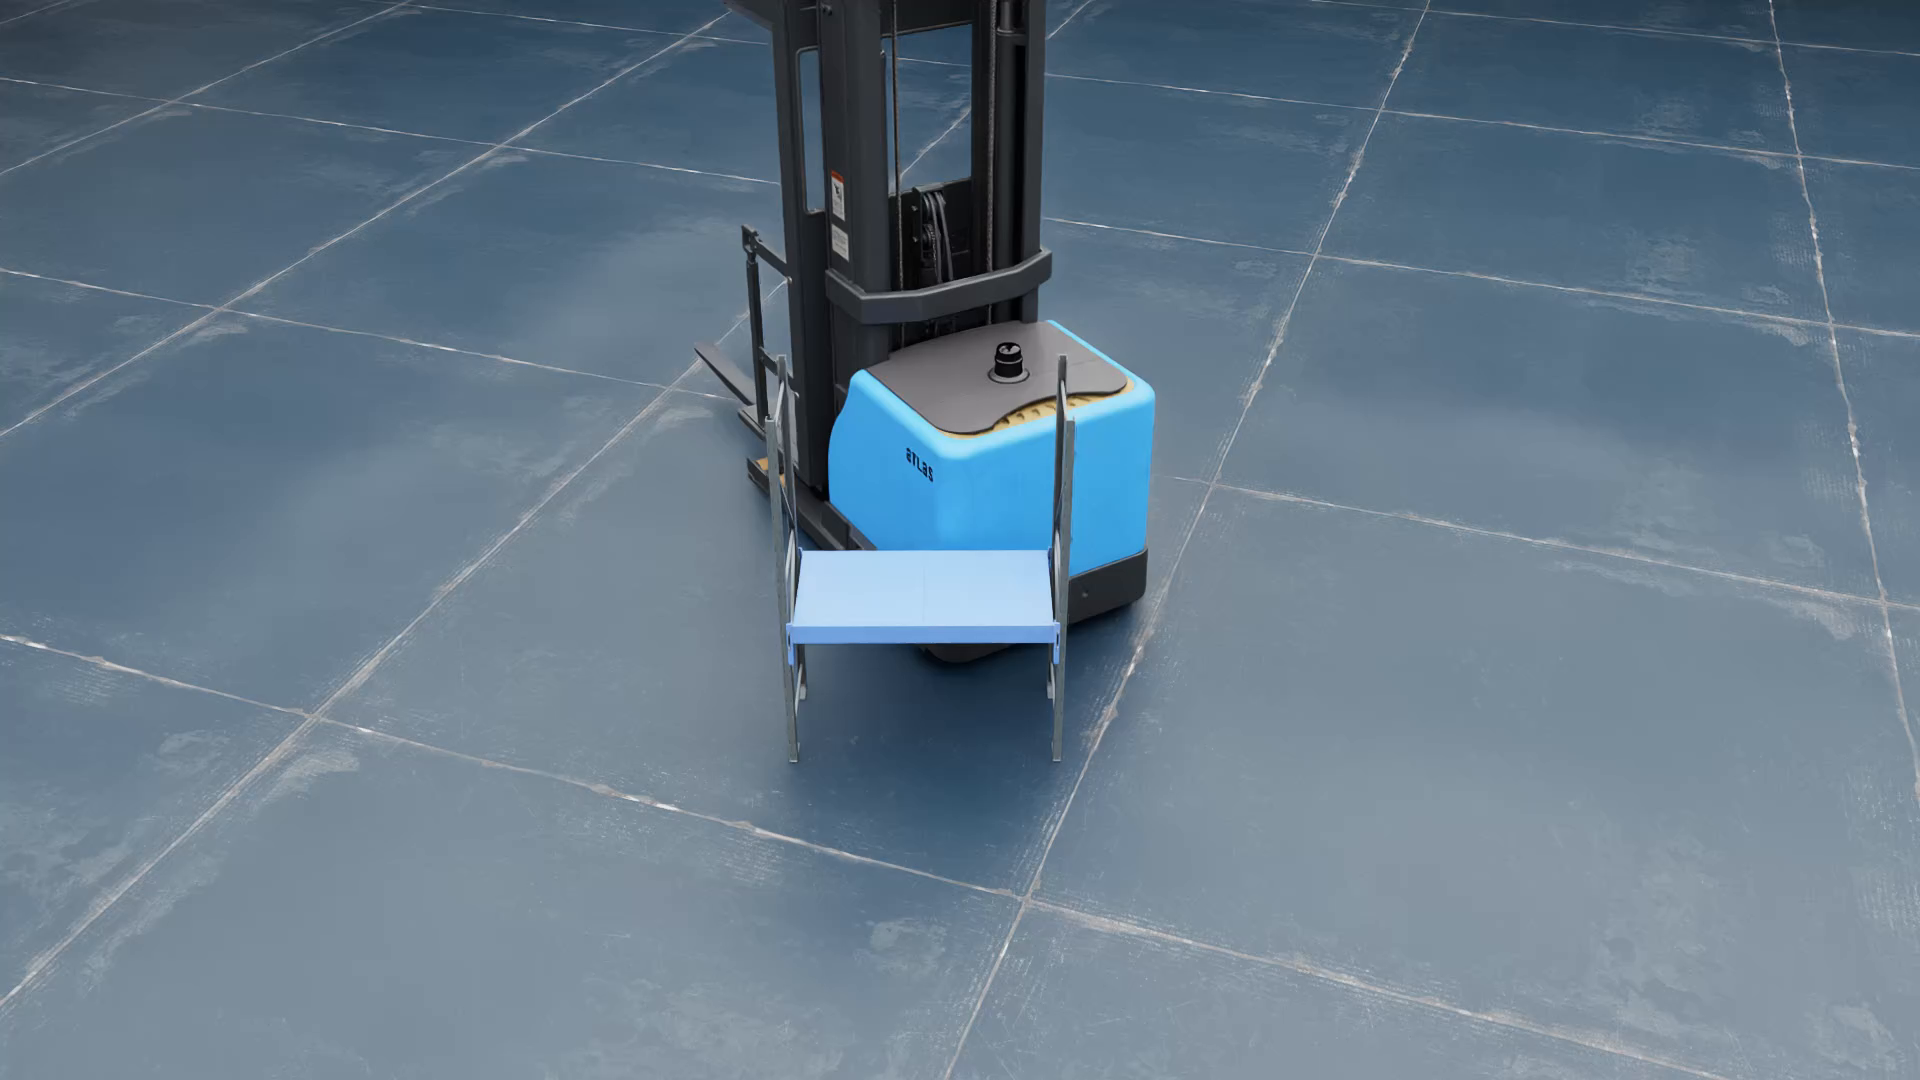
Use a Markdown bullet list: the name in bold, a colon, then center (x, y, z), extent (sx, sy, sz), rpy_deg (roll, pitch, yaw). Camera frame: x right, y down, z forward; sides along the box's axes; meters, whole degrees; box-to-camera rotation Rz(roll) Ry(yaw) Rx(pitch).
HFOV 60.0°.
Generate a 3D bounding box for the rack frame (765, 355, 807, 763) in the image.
- **rack frame**: center (-0.643, 0.095, 6.221), extent (0.032, 1.500, 0.500), rpy_deg (0, 33, 0)

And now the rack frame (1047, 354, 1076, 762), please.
- **rack frame**: center (0.373, 0.092, 6.225), extent (0.032, 1.500, 0.500), rpy_deg (0, 33, 0)

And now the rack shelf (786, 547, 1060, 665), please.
- **rack shelf**: center (-0.135, 0.244, 6.321), extent (1.000, 0.185, 0.538), rpy_deg (0, 33, 0)

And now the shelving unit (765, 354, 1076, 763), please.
- **shelving unit**: center (-0.135, 0.093, 6.223), extent (1.048, 1.500, 0.538), rpy_deg (0, 33, 0)

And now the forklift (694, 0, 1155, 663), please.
- **forklift**: center (-0.377, -1.494, 7.362), extent (1.130, 2.935, 3.031), rpy_deg (-18, 37, -26)
